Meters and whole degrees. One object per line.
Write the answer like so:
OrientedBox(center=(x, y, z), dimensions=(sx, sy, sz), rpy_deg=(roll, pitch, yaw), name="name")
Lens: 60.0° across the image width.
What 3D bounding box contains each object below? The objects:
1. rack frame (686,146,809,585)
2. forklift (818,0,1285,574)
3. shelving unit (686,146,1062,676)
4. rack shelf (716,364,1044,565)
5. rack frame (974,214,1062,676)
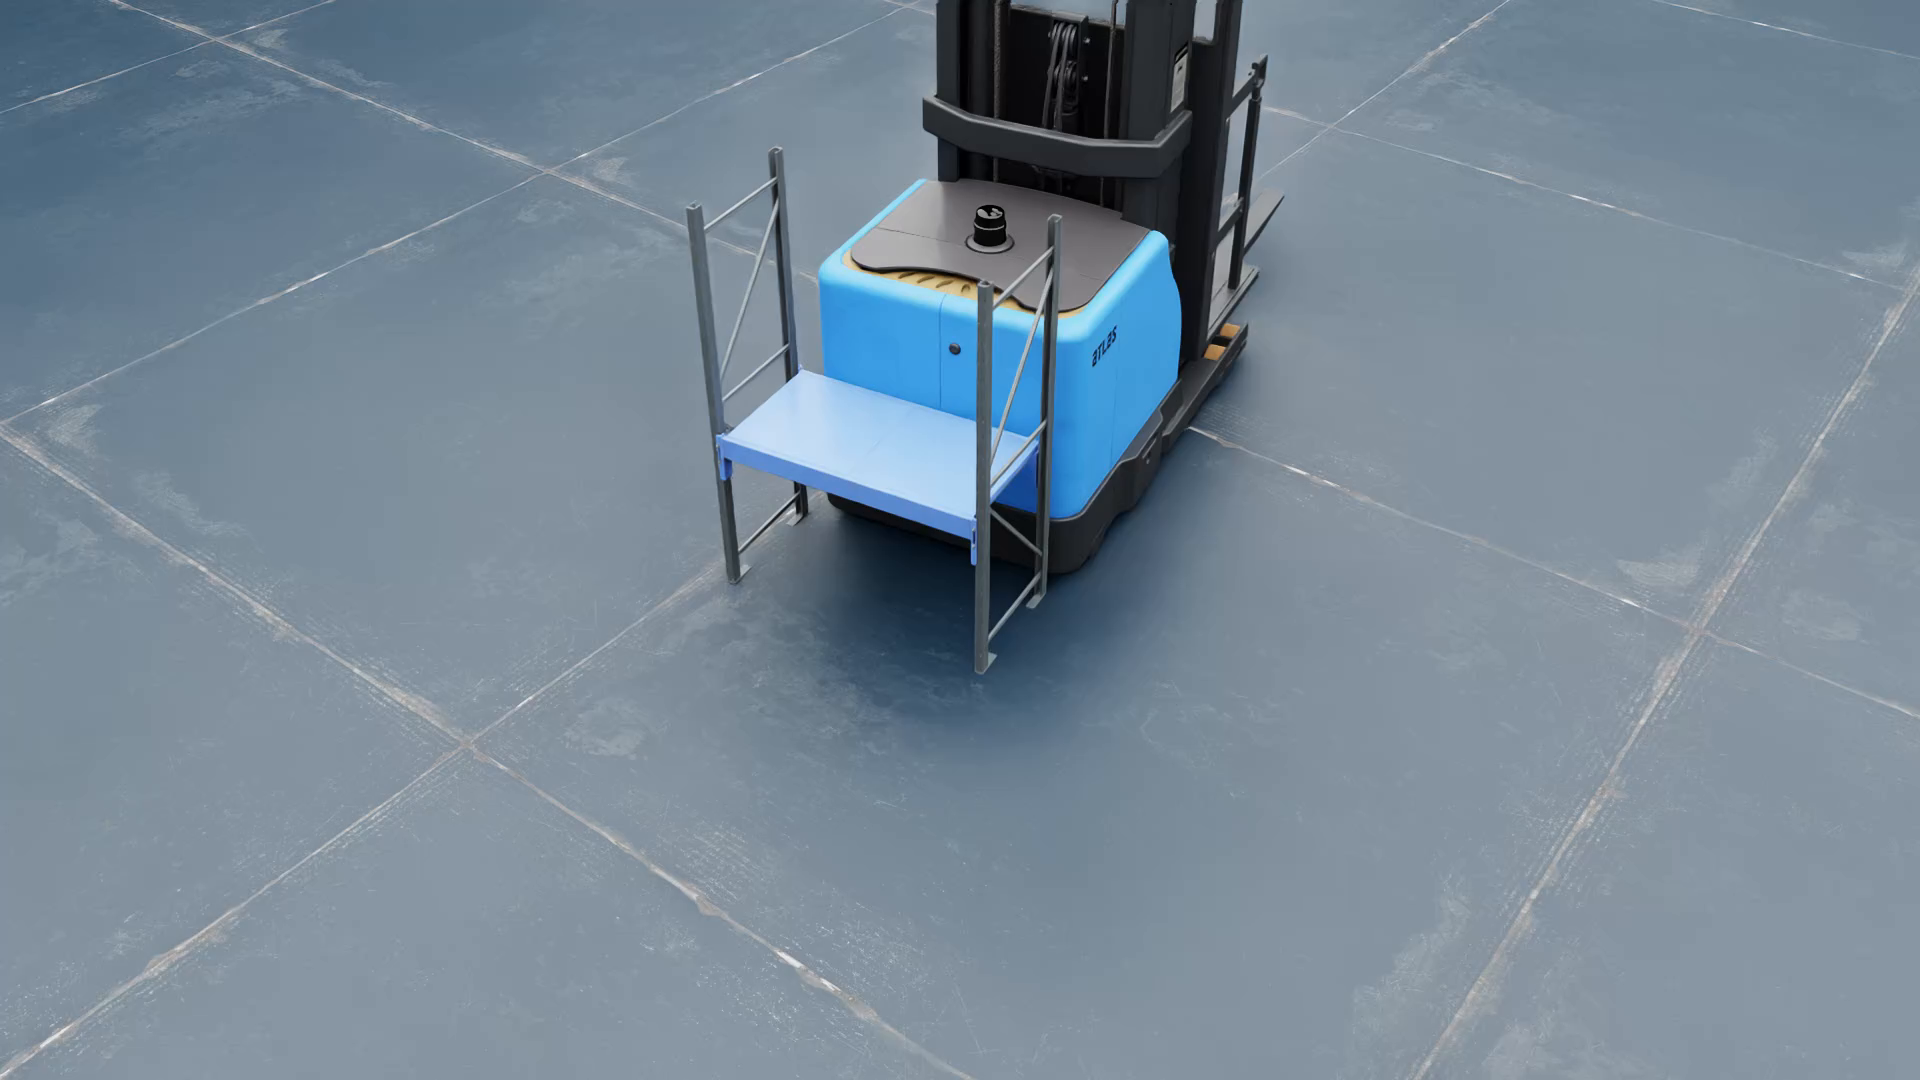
OrientedBox(center=(-0.714, -0.566, 5.756), dimensions=(0.032, 1.500, 0.500), rpy_deg=(18, 42, 22), name="rack frame")
OrientedBox(center=(0.599, -1.932, 6.340), dimensions=(1.130, 2.935, 3.031), rpy_deg=(17, 41, 20), name="forklift")
OrientedBox(center=(-0.266, -0.417, 5.566), dimensions=(1.048, 1.500, 0.538), rpy_deg=(18, 42, 22), name="shelving unit")
OrientedBox(center=(-0.266, -0.275, 5.676), dimensions=(1.000, 0.185, 0.538), rpy_deg=(18, 42, 22), name="rack shelf")
OrientedBox(center=(0.181, -0.268, 5.375), dimensions=(0.032, 1.500, 0.500), rpy_deg=(18, 42, 22), name="rack frame")
